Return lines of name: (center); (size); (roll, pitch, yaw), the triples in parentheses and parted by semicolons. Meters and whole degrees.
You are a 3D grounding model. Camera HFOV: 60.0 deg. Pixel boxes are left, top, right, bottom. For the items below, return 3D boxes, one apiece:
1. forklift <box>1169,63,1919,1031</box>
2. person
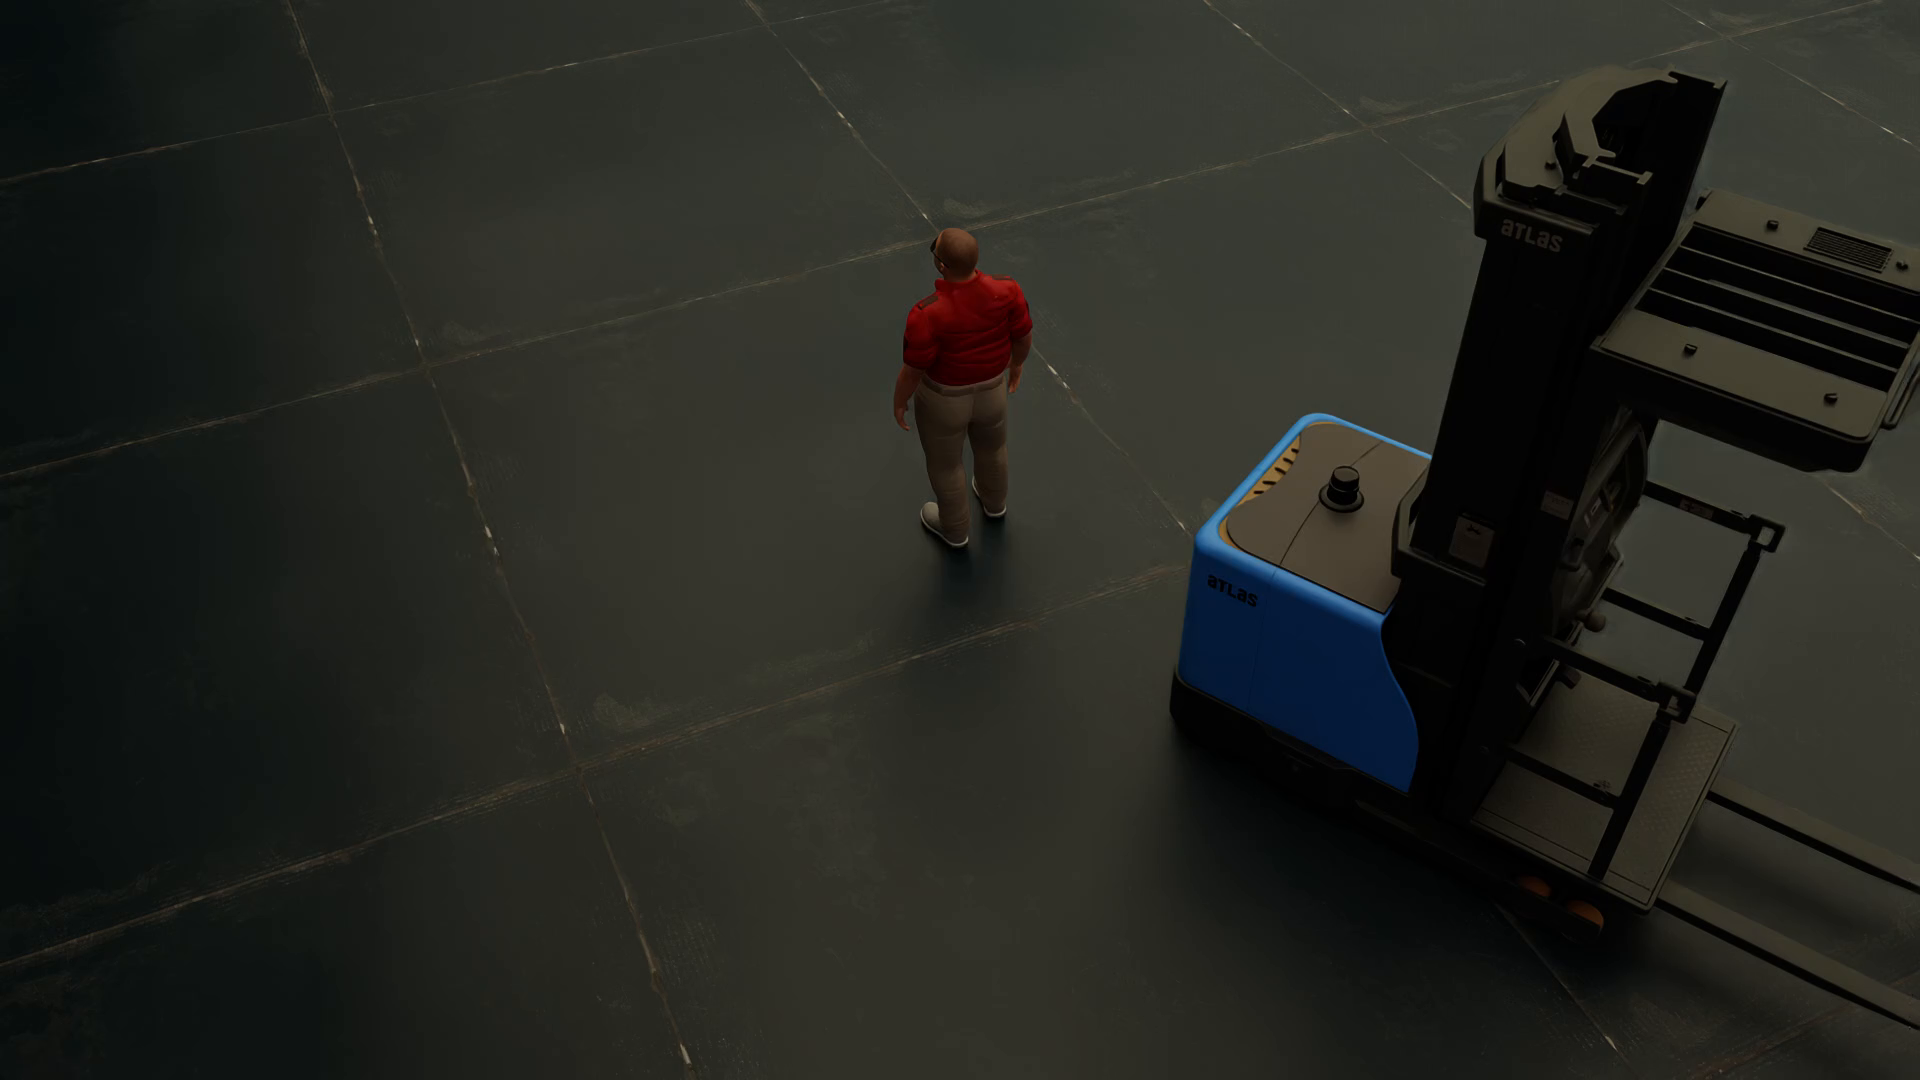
forklift: (2.371, 0.019, 5.660); (3.031, 2.935, 1.130); (26, 49, 25)
person: (-0.027, -0.696, 7.297); (0.640, 1.727, 0.551); (-18, 46, -18)
